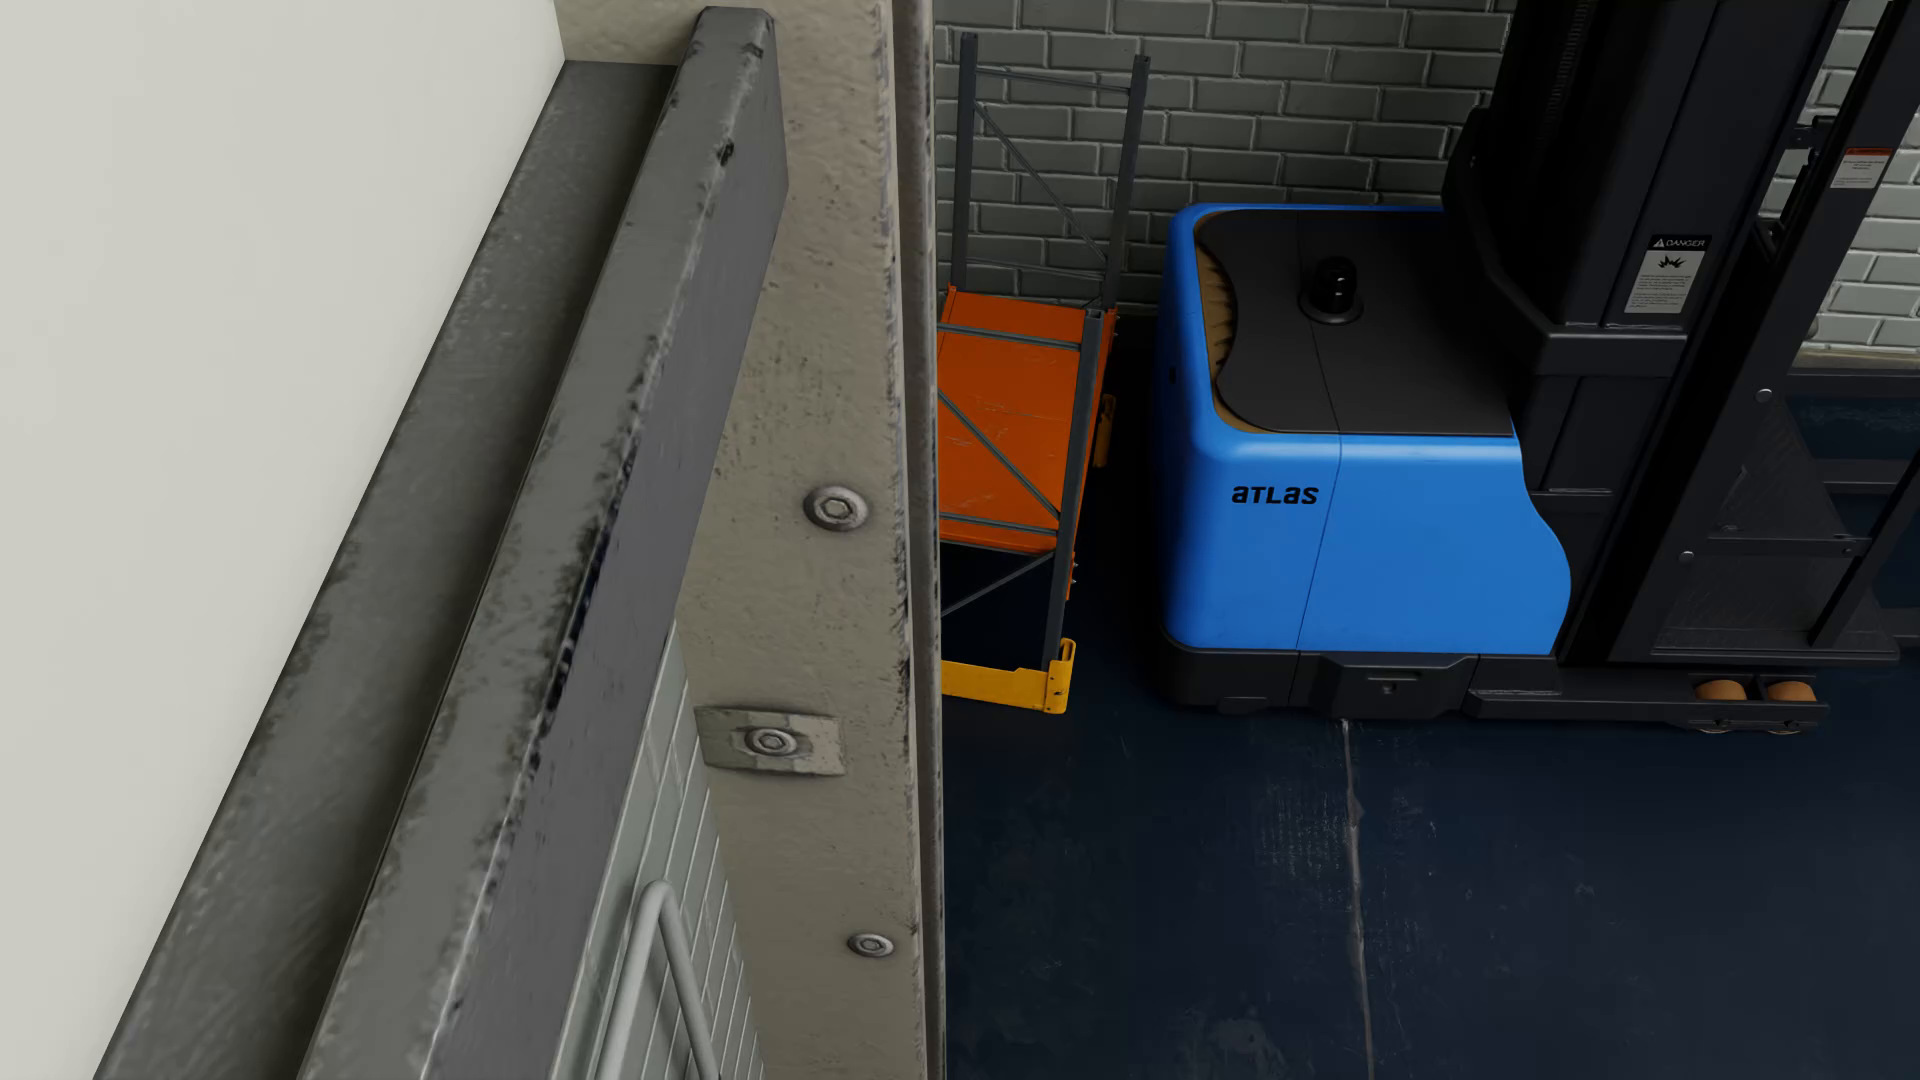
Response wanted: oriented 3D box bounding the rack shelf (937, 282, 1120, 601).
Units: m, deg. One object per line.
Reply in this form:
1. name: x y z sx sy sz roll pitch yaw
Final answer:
1. rack shelf: 0.127 -0.306 4.727 0.538 0.185 1.000 9 50 5

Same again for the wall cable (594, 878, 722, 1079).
1. wall cable: -0.413 1.151 1.476 0.084 1.984 1.851 4 48 4

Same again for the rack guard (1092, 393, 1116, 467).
1. rack guard: 0.199 -0.393 5.392 0.587 0.250 0.087 9 50 5

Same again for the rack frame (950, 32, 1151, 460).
1. rack frame: 0.223 -0.801 4.920 0.500 1.500 0.032 9 50 5

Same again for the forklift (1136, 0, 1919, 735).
1. forklift: 2.074 -0.835 4.027 3.031 2.935 1.130 1 48 1

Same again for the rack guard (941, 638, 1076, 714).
1. rack guard: 0.025 0.347 4.748 0.587 0.250 0.087 9 50 5

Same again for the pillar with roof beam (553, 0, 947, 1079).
1. pillar with roof beam: 4.084 -1.279 0.322 9.100 9.000 0.400 4 48 4

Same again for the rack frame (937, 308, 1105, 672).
1. rack frame: 0.045 -0.046 4.262 0.500 1.500 0.032 9 50 5

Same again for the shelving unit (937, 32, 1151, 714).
1. shelving unit: 0.135 -0.430 4.597 0.587 1.500 1.083 9 50 5
